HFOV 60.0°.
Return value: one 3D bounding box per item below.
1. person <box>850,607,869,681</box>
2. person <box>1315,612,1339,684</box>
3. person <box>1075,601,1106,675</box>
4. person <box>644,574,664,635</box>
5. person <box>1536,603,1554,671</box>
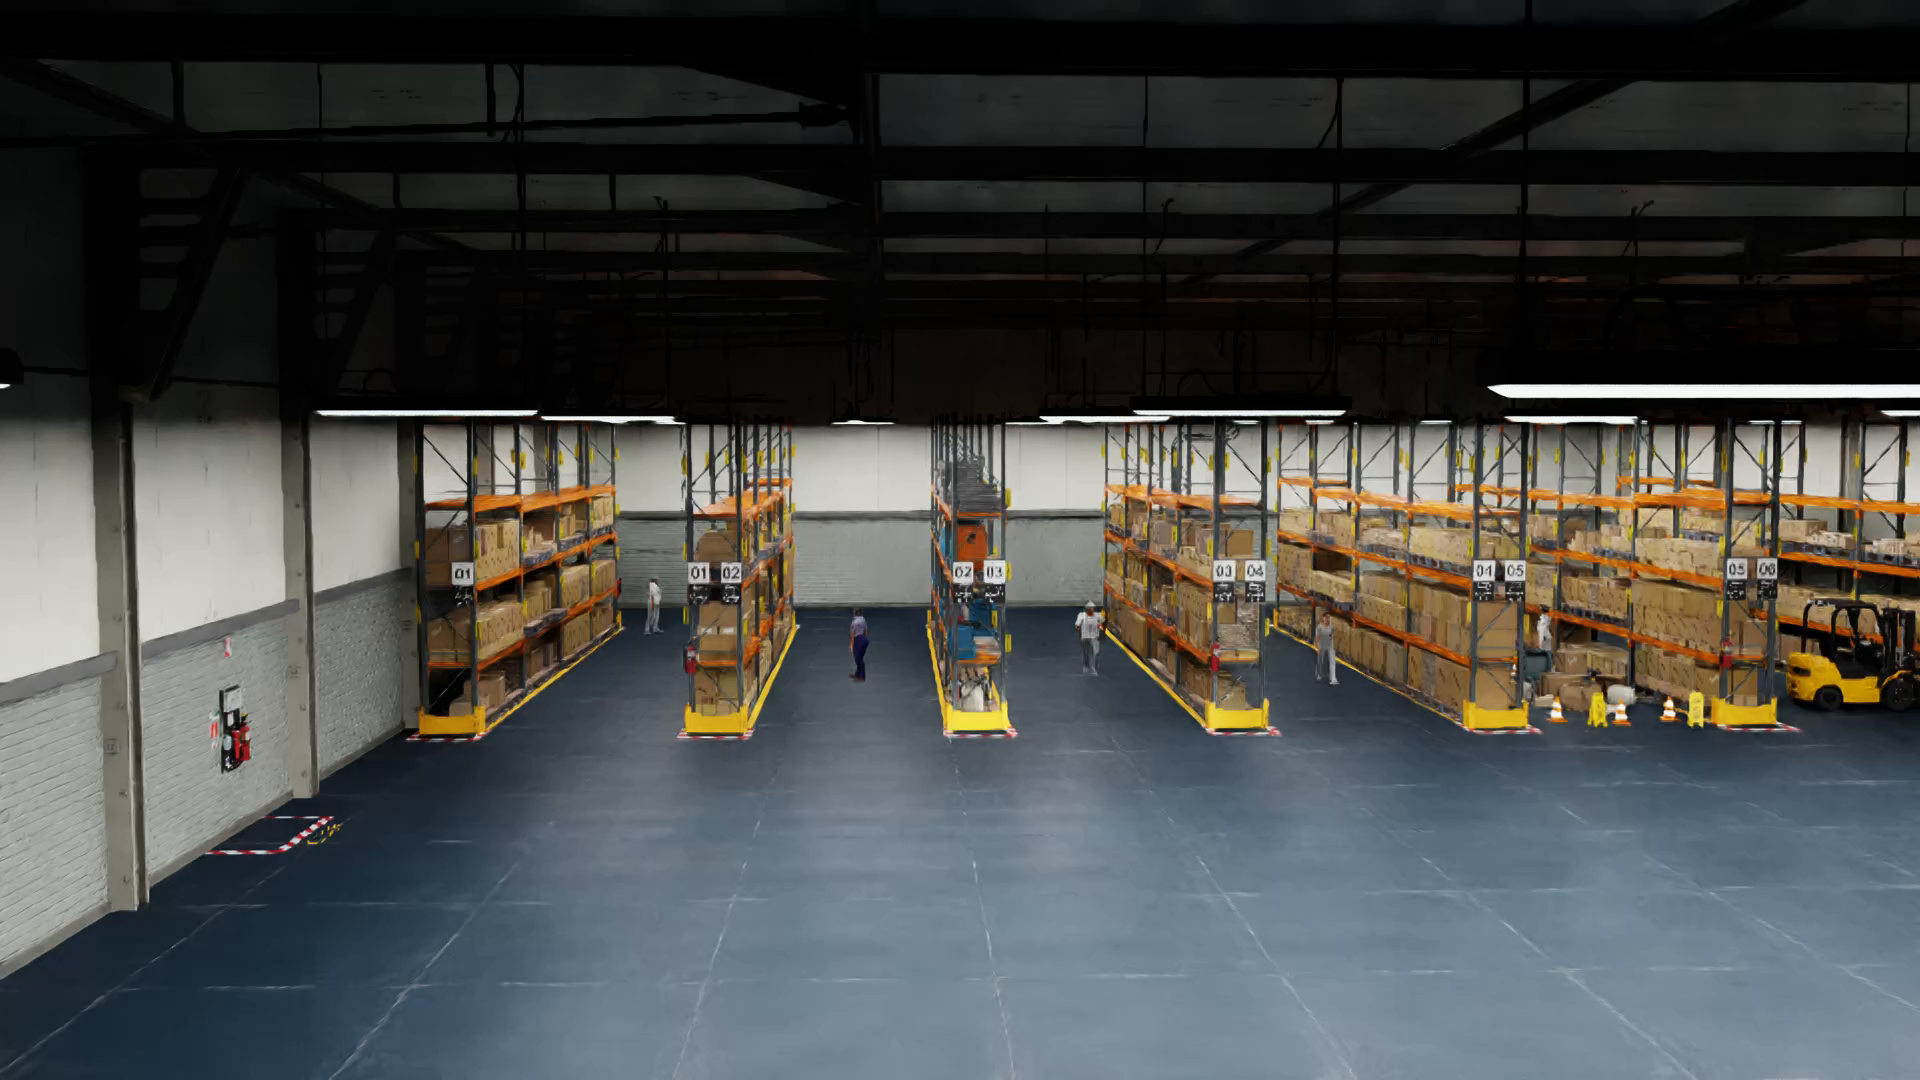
[{"bbox_3d":[-2.320,2.332,37.600,0.549,1.644,0.597,2,4,26],"label":"person"},{"bbox_3d":[8.156,2.384,37.143,0.446,1.590,1.109,0,4,0],"label":"person"},{"bbox_3d":[3.021,2.249,38.513,0.738,1.702,0.830,0,4,3],"label":"person"},{"bbox_3d":[-8.458,1.772,45.893,0.494,1.658,0.682,0,4,-6],"label":"person"},{"bbox_3d":[13.327,2.290,38.039,0.543,1.660,0.580,2,4,23],"label":"person"}]
